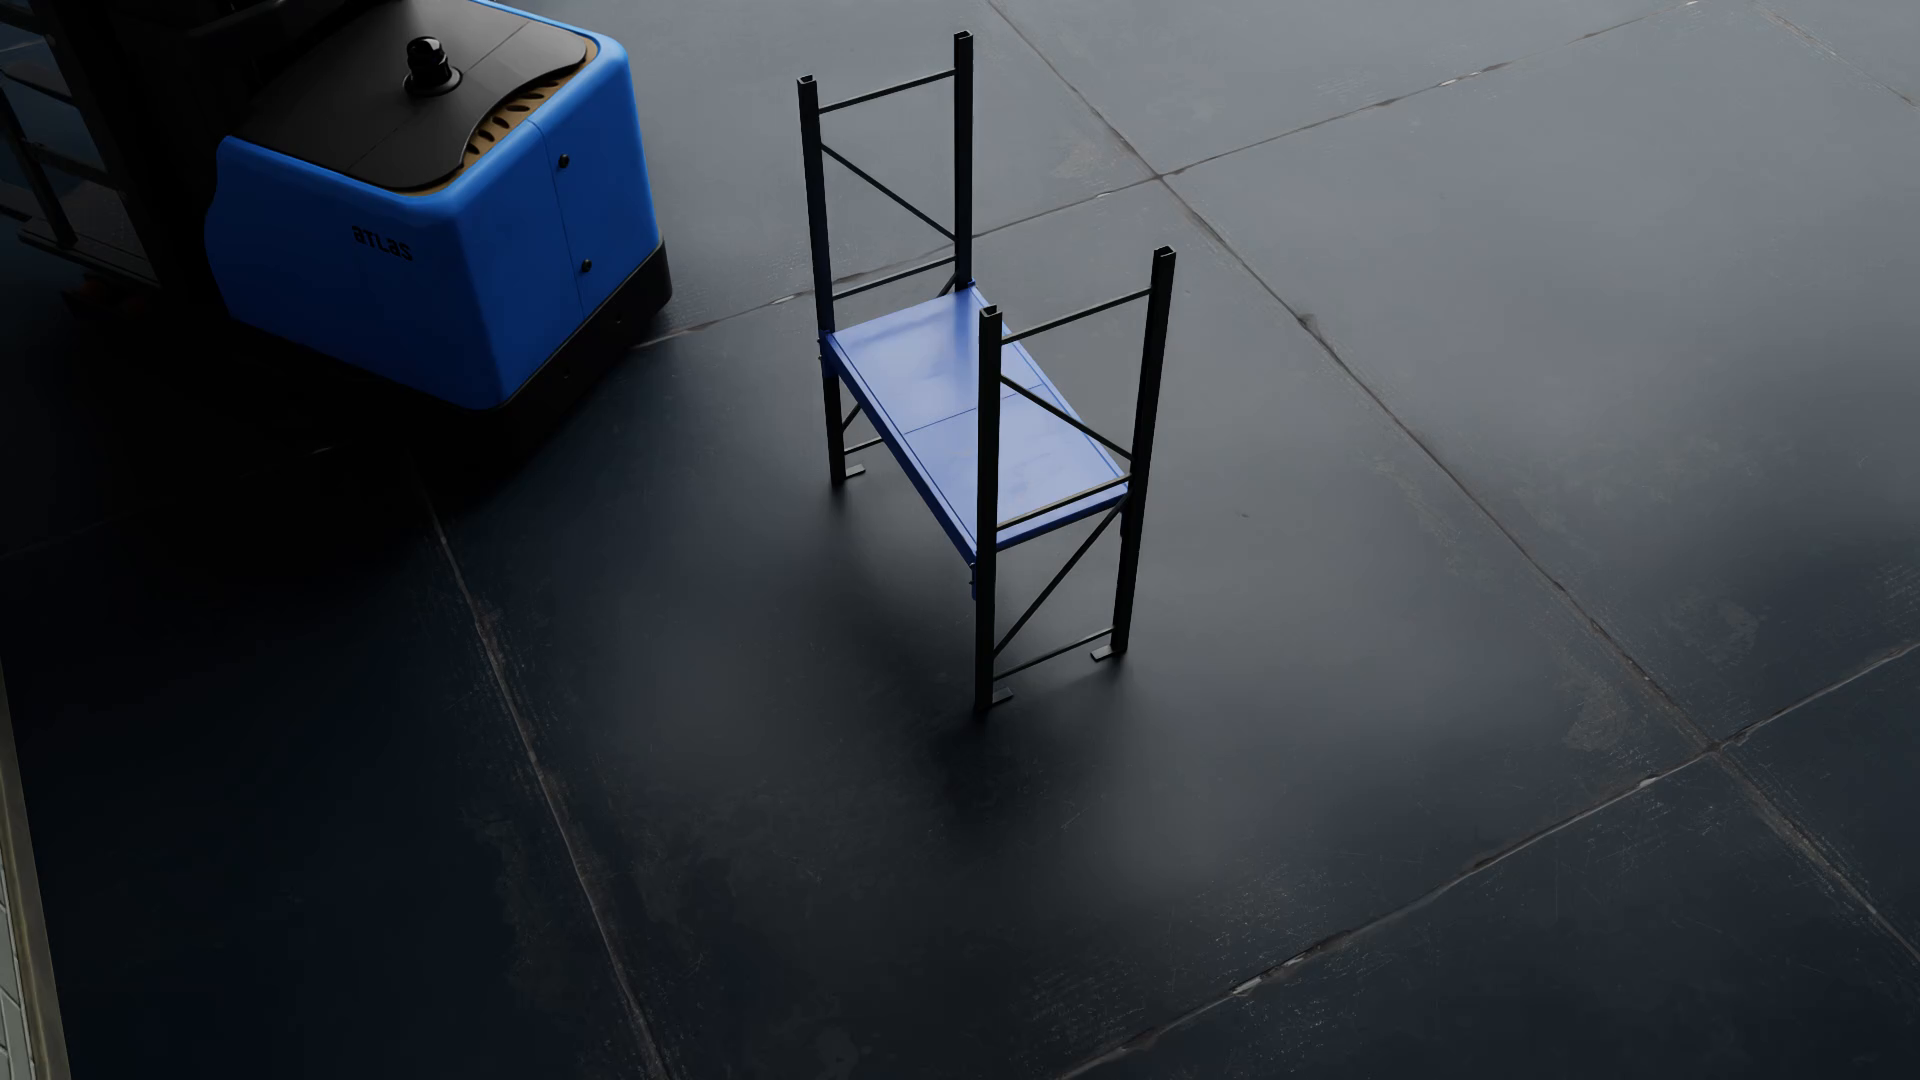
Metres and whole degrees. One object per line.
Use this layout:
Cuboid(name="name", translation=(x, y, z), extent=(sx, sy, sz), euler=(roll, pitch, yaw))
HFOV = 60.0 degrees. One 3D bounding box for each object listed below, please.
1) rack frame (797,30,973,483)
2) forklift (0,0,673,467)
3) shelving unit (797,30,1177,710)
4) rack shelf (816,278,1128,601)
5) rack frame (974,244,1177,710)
Cuboid(name="rack frame", translation=(-0.194, -0.777, 4.933), extent=(0.500, 1.500, 0.032), euler=(-21, 52, -18))
Cuboid(name="forklift", translation=(-2.577, -1.989, 5.043), extent=(3.031, 2.935, 1.130), euler=(21, 52, 17))
Cuboid(name="shelving unit", translation=(0.039, -0.437, 4.636), extent=(0.538, 1.500, 1.048), euler=(-21, 52, -18))
Cuboid(name="rack shelf", translation=(0.039, -0.318, 4.771), extent=(0.538, 0.185, 1.000), euler=(-21, 52, -18))
Cuboid(name="rack frame", translation=(0.272, -0.096, 4.338), extent=(0.500, 1.500, 0.032), euler=(-21, 52, -18))
